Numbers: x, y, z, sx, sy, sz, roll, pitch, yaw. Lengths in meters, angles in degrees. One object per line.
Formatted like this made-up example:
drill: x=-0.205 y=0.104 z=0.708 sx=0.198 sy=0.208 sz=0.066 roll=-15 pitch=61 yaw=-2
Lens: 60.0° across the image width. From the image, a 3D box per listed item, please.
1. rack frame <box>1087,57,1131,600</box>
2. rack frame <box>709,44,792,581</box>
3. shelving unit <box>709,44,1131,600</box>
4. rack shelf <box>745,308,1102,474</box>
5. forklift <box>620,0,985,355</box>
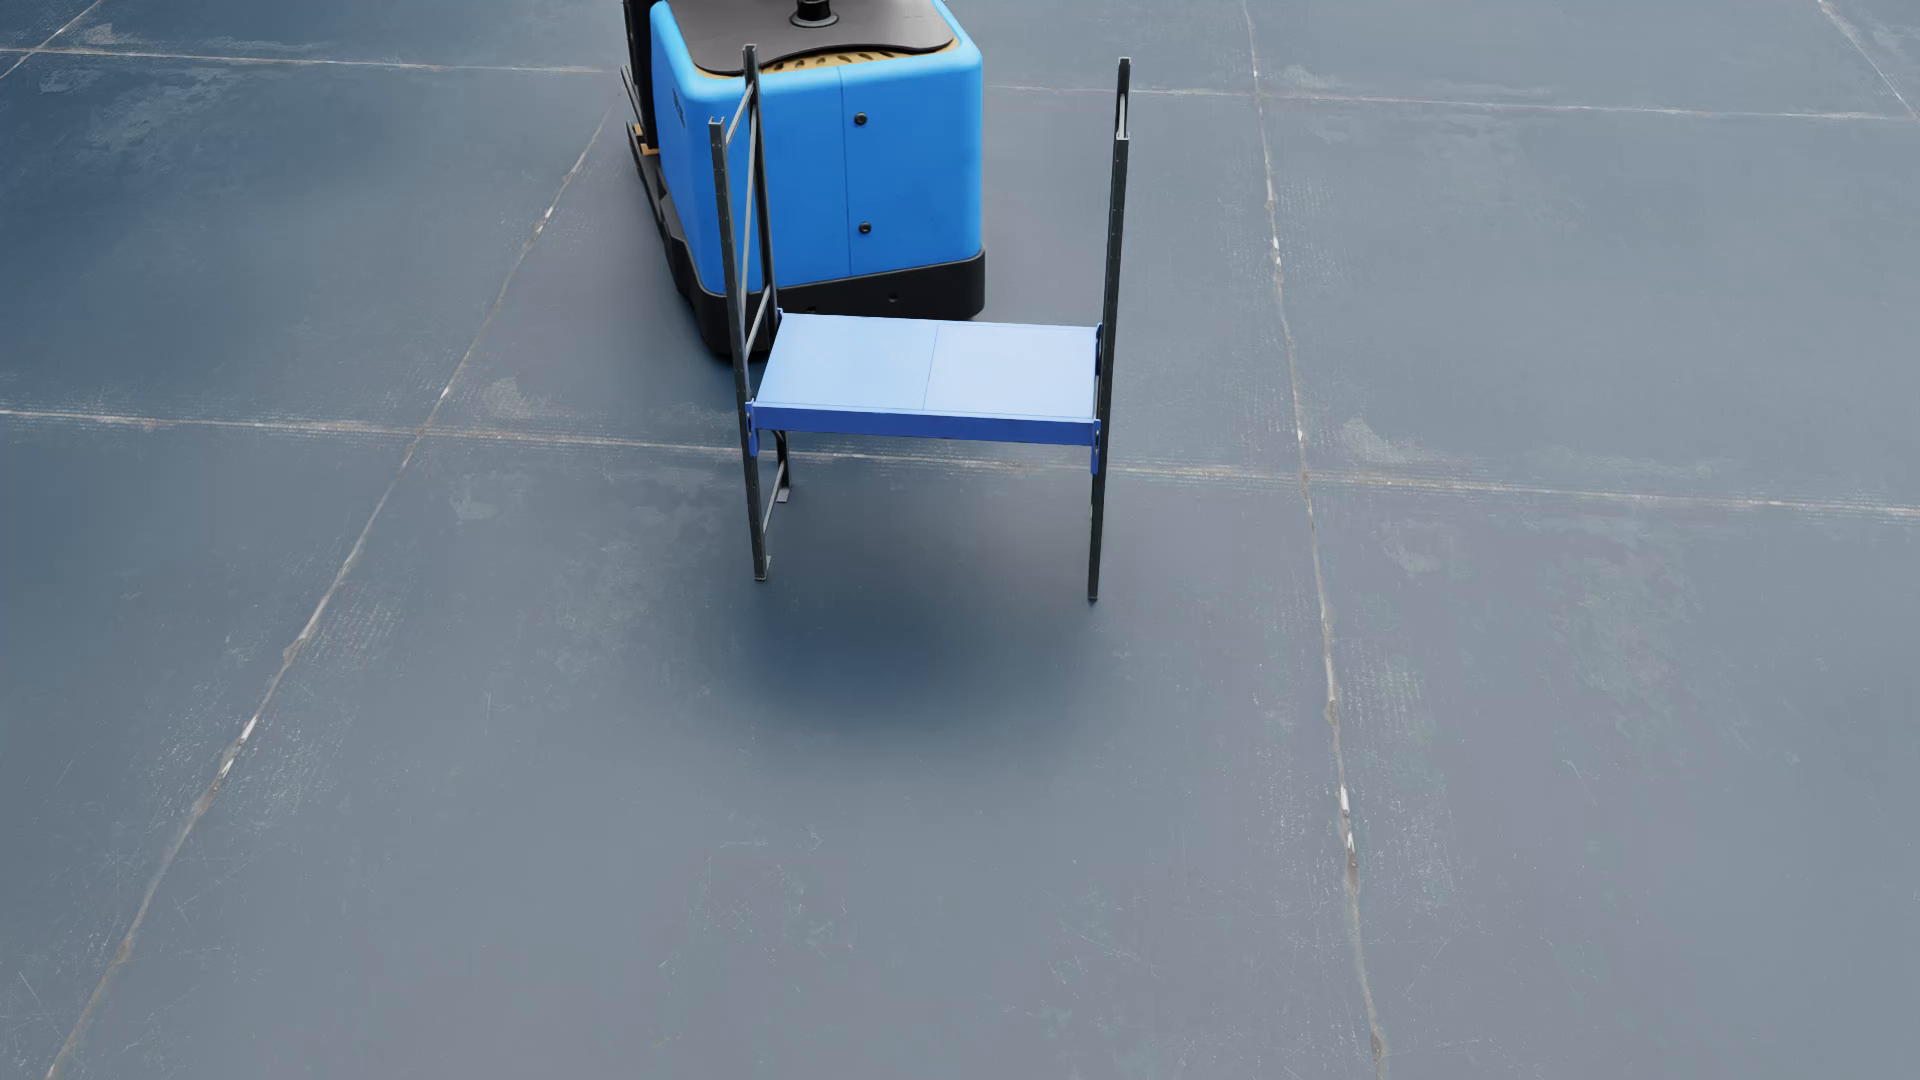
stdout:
rack frame: x=0.421 y=-0.559 z=4.748 sx=0.032 sy=1.500 sz=0.500 roll=3 pitch=39 yaw=4
rack frame: x=-0.591 y=-0.614 z=4.816 sx=0.032 sy=1.500 sz=0.500 roll=3 pitch=39 yaw=4
shelving unit: x=-0.085 y=-0.586 z=4.782 sx=1.048 sy=1.500 sz=0.538 roll=3 pitch=39 yaw=4
rack shelf: x=-0.085 y=-0.447 z=4.896 sx=1.000 sy=0.185 sz=0.538 roll=3 pitch=39 yaw=4
forklift: x=-0.820 y=-2.737 z=6.290 sx=1.130 sy=2.935 sz=3.031 roll=-11 pitch=40 yaw=-13
